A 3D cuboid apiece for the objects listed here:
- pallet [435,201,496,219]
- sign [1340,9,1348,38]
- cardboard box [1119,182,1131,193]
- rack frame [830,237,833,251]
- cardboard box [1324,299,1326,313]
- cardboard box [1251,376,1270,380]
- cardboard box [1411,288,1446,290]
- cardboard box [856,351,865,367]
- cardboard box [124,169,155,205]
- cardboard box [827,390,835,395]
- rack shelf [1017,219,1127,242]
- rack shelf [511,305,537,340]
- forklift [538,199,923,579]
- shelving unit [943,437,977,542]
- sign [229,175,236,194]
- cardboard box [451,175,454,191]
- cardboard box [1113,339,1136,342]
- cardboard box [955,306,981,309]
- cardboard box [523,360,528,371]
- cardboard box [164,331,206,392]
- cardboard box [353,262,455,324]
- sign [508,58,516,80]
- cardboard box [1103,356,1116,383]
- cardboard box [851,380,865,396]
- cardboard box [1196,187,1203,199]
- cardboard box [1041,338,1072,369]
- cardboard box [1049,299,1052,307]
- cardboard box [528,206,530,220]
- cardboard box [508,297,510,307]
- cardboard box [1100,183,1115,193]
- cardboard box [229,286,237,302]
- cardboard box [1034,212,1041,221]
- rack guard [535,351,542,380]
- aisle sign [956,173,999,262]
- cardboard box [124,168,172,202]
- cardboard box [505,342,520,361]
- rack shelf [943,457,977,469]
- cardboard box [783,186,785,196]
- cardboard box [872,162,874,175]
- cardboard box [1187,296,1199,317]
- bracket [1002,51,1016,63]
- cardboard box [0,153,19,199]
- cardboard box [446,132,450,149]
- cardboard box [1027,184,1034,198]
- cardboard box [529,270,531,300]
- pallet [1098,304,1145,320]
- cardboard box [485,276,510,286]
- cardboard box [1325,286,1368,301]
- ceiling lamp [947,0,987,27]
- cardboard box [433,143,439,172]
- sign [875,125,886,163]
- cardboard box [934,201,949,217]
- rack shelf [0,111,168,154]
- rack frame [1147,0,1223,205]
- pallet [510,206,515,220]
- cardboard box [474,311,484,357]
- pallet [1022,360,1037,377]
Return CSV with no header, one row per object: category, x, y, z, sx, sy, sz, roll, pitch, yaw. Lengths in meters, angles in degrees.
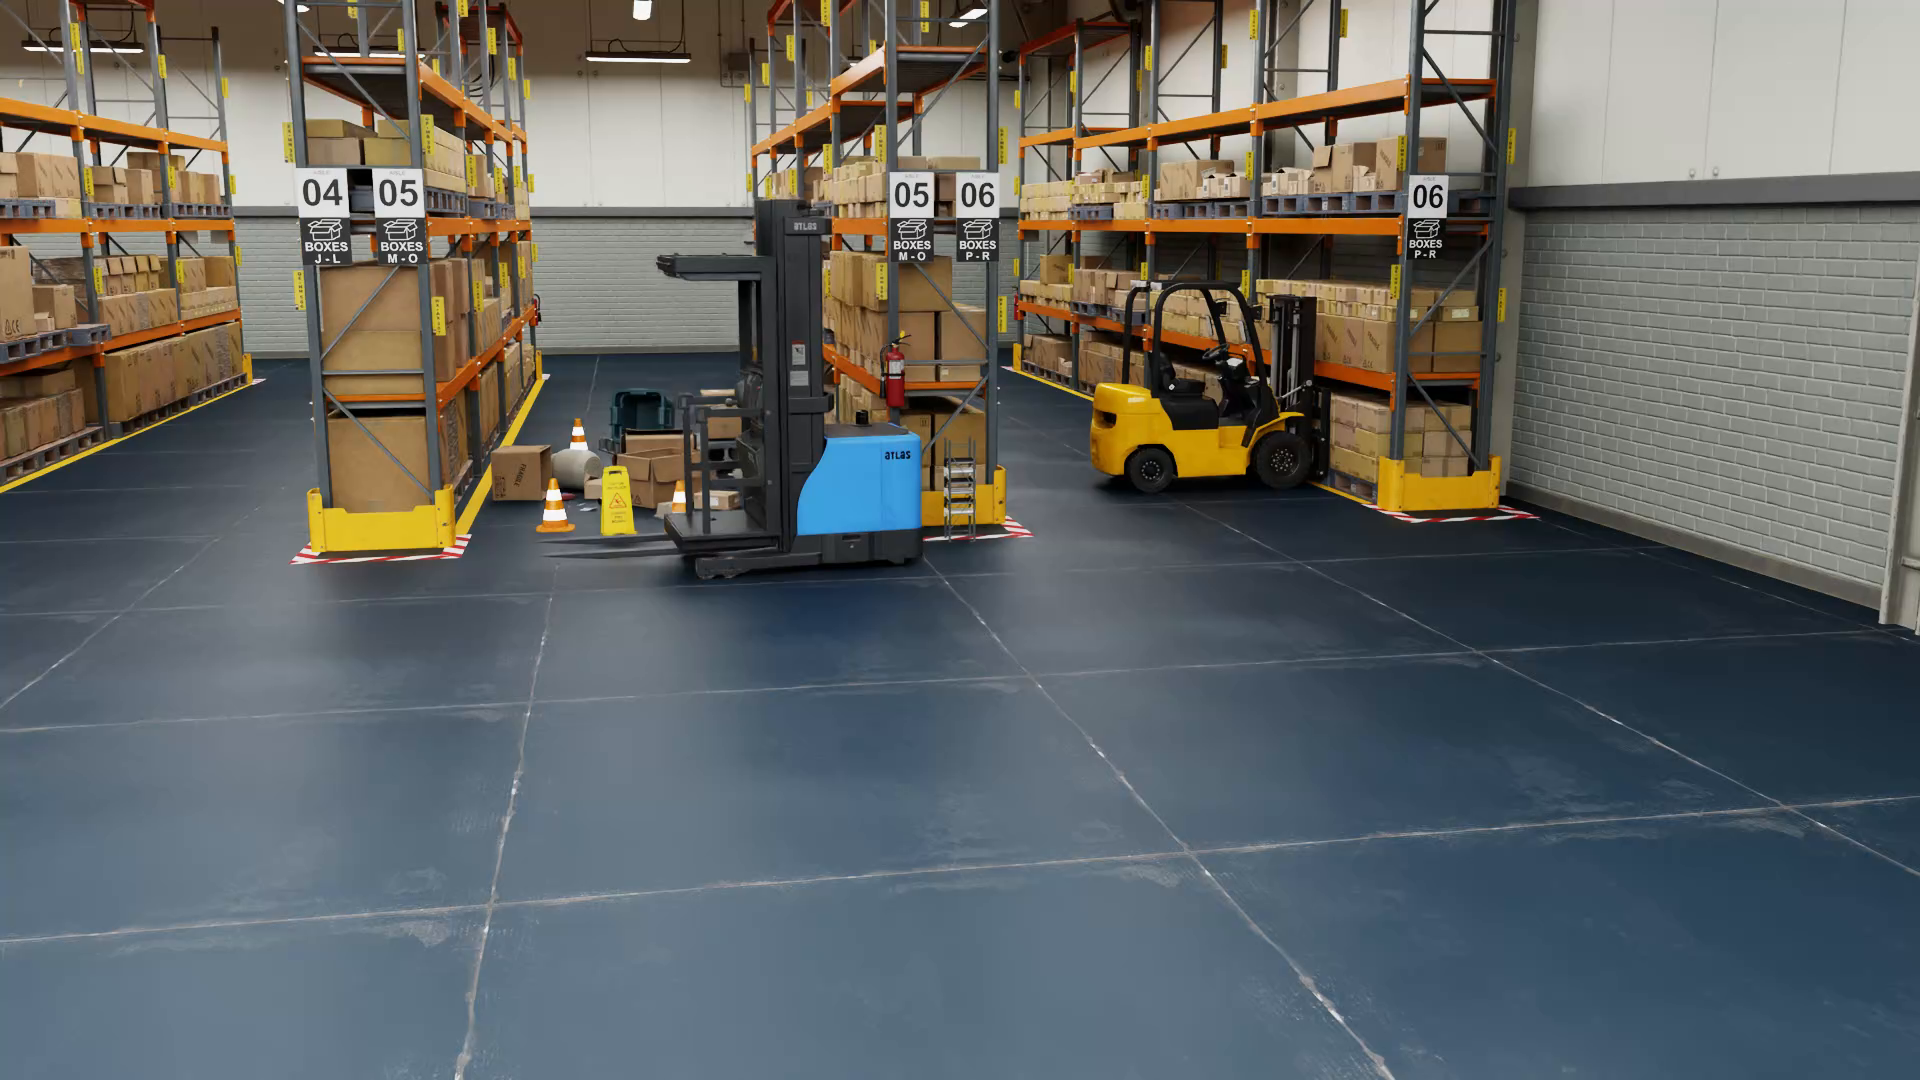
pallet,-6.150,-3.952,19.922,1.003,0.211,1.213,-2,11,-8
sign,4.483,-6.038,19.433,0.100,0.325,0.005,-2,11,-11
cardboard box,2.598,-5.258,24.819,0.380,0.149,0.250,-2,11,-12
rack frame,-2.490,-3.825,26.770,1.000,3.000,0.127,-2,11,-11
cardboard box,4.136,-2.510,17.859,0.380,0.149,0.250,-2,11,-11
cardboard box,3.720,-1.785,19.611,0.500,0.250,0.500,-2,11,-12
cardboard box,4.773,-2.486,16.936,0.380,0.149,0.250,-2,11,-10
cardboard box,-0.872,-1.885,17.248,0.380,0.149,0.250,-2,11,-11
cardboard box,-12.088,-5.087,23.991,0.700,0.500,0.500,-2,11,-10
cardboard box,-1.461,-1.768,21.866,0.950,0.372,0.625,-2,11,-12
rack shelf,1.989,-5.493,29.436,1.077,0.370,4.000,-2,11,-11
rack shelf,-7.715,-3.640,27.721,1.077,0.370,4.000,-2,11,-11
forklift,-1.876,-1.240,13.371,3.031,2.935,1.130,-3,11,-17
shelving unit,-0.002,-0.444,14.620,0.258,0.900,0.210,-2,11,-11
sign,-12.454,-6.085,28.465,0.100,0.325,0.005,-2,11,-11
cardboard box,-5.136,-3.476,16.195,0.380,0.149,0.250,-2,11,-12
cardboard box,2.732,-3.246,27.556,0.380,0.149,0.250,-3,11,-13
cardboard box,-0.080,-2.011,16.178,0.500,0.500,0.500,-2,11,-9
cardboard box,-7.370,-2.892,27.577,0.380,0.149,0.250,-2,11,-11
cardboard box,-12.261,-2.751,25.687,0.875,0.875,0.875,-2,11,-11
cardboard box,-5.199,-2.304,15.492,0.875,0.550,0.550,-2,11,-11
sign,-6.783,-7.131,25.175,0.100,0.325,0.005,-2,11,-11
cardboard box,2.552,-2.603,25.913,0.500,0.500,0.500,-3,11,-13
cardboard box,-0.962,-1.614,17.642,0.380,0.149,0.250,-1,11,-8
cardboard box,3.272,-4.477,21.452,0.380,0.149,0.250,-2,11,-12
cardboard box,1.759,-3.344,29.804,0.500,0.500,0.500,-2,11,-10
cardboard box,1.786,-4.216,29.495,0.380,0.149,0.250,-2,11,-11
cardboard box,-7.756,-5.686,28.927,0.500,0.250,0.500,-2,11,-12
cardboard box,-7.003,-3.596,25.116,0.380,0.149,0.250,-2,11,-11
cardboard box,2.363,-5.407,25.544,0.380,0.149,0.250,-2,11,-11
cardboard box,-12.634,-4.191,28.301,0.500,0.250,0.500,-2,11,-12
cardboard box,1.549,-5.831,29.959,0.380,0.149,0.250,-2,11,-11
rack guard,-8.089,-3.118,29.742,1.175,0.500,0.348,-2,11,-11
aisle sign,0.160,-2.901,14.963,0.394,0.787,0.004,-2,11,-11
cardboard box,-12.422,-5.384,25.281,0.700,0.500,0.500,-3,11,-14
cardboard box,-6.933,-2.846,25.182,0.500,0.250,0.500,-2,11,-13
rack shelf,-0.002,-0.676,14.576,0.258,0.077,0.200,-2,11,-11
cardboard box,-2.323,-4.945,23.869,0.396,0.266,0.258,-2,11,-12
cardboard box,-0.656,-3.655,16.392,0.380,0.149,0.250,-2,11,-13
cardboard box,3.307,-3.073,21.883,0.500,0.250,0.500,-2,11,-10
bracket,1.070,-10.480,36.065,0.235,0.232,0.430,-2,11,-11
cardboard box,-10.833,-3.990,18.218,0.797,0.503,0.637,-2,11,-9
cardboard box,-5.091,-3.822,15.883,0.380,0.149,0.250,-2,11,-10
cardboard box,1.520,-6.347,30.266,0.500,0.250,0.500,-2,11,-11
cardboard box,-7.669,-4.388,28.663,0.500,0.500,0.500,-2,11,-12
pallet,2.773,-3.535,25.759,1.003,0.211,1.213,-2,11,-11
cardboard box,-7.057,-3.935,25.306,0.380,0.149,0.250,-2,11,-8
cardboard box,4.089,-2.608,17.577,0.380,0.149,0.250,-2,11,-10
ceiling lamp,0.385,-9.587,25.388,0.800,3.185,2.000,-2,11,-11
cardboard box,-4.934,-3.418,14.824,0.500,0.250,0.500,-2,11,-12
sign,-0.705,-3.516,14.757,0.100,0.325,0.005,-2,11,-11
cardboard box,-0.041,-3.092,15.567,0.380,0.149,0.250,-2,11,-13
rack shelf,-11.822,-5.495,22.493,1.077,0.370,4.000,-2,11,-11
rack frame,3.156,-6.220,23.307,1.000,3.000,0.127,-2,11,-11
pallet,-7.311,-4.891,24.849,1.213,0.211,1.003,-2,11,-11
cardboard box,-5.608,-2.314,18.567,0.500,0.500,0.500,-2,11,-10
pallet,1.771,-3.210,30.996,1.003,0.211,1.213,-2,11,-11
